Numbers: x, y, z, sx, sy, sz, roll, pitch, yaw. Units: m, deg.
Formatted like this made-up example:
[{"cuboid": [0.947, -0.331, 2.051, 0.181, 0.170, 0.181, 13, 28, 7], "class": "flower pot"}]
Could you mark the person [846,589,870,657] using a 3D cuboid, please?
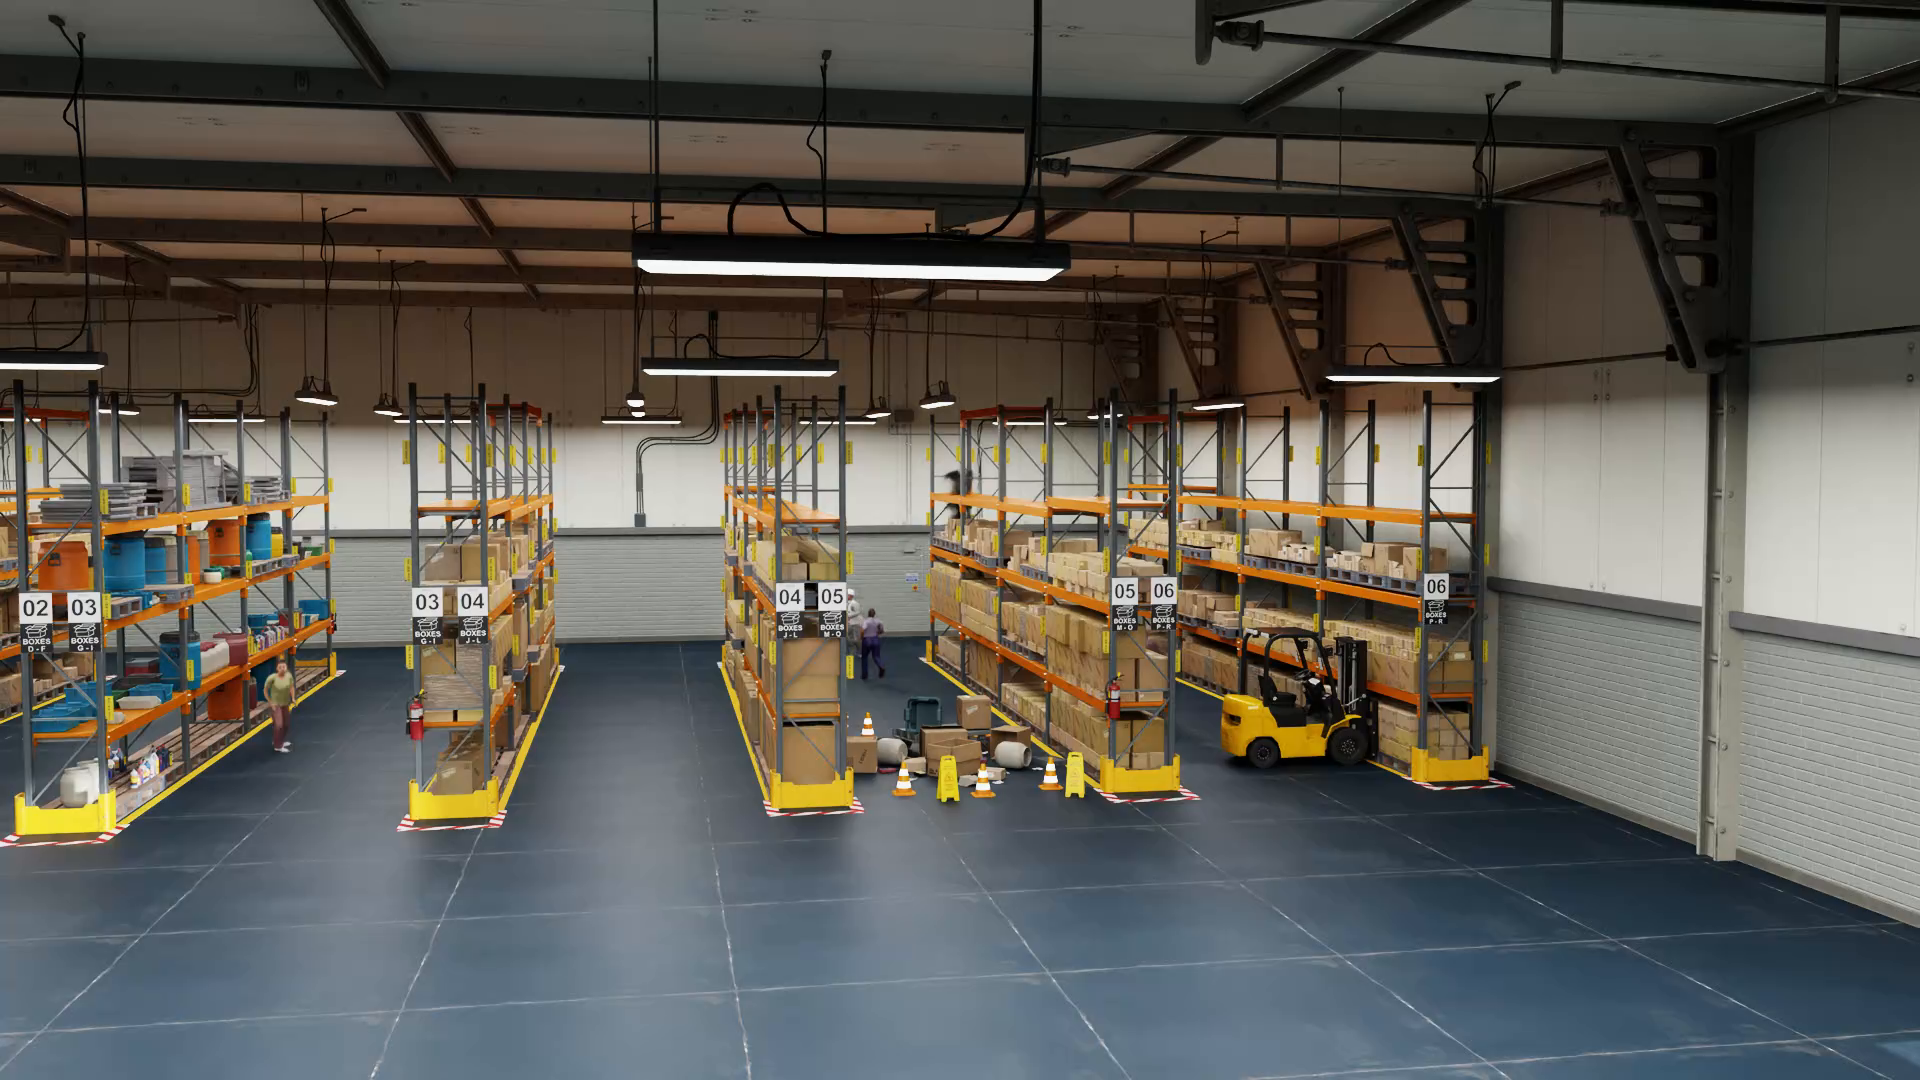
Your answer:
[{"cuboid": [-2.638, 2.064, 41.188, 0.820, 1.724, 0.695, -1, 3, -25], "class": "person"}]

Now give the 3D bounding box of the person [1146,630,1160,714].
[{"cuboid": [3.477, 2.530, 31.750, 0.711, 1.756, 0.727, 0, 3, -9], "class": "person"}]

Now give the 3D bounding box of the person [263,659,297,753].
[{"cuboid": [-11.520, 2.790, 28.092, 0.745, 1.614, 0.591, 2, 4, 38], "class": "person"}]

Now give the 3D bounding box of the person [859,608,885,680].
[{"cuboid": [-1.978, 2.316, 36.948, 0.626, 1.610, 0.861, -2, 3, -28], "class": "person"}]
